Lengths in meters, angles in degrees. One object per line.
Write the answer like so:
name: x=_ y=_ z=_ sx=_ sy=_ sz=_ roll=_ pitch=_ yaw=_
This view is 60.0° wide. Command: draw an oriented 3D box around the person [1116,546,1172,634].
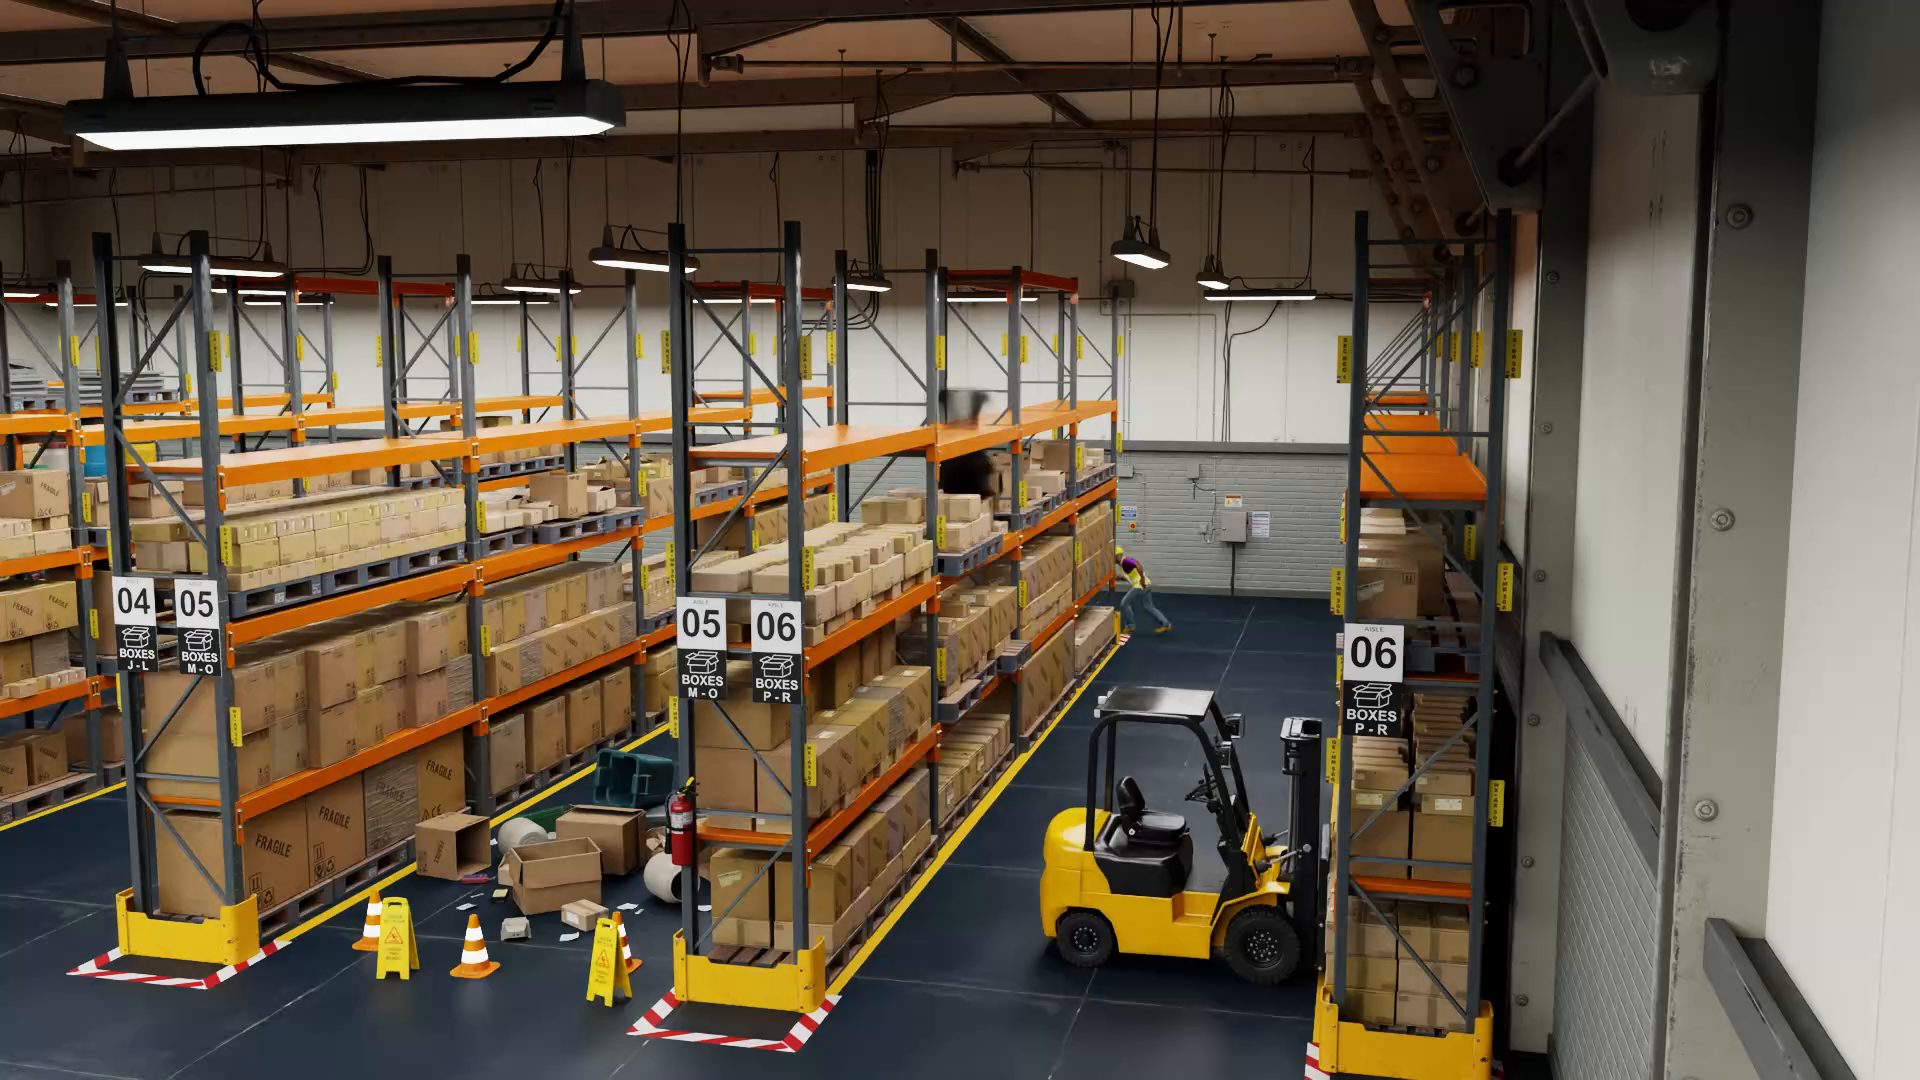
person: x=3.136 y=0.891 z=28.989 sx=1.169 sy=1.536 sz=0.689 roll=2 pitch=7 yaw=16
